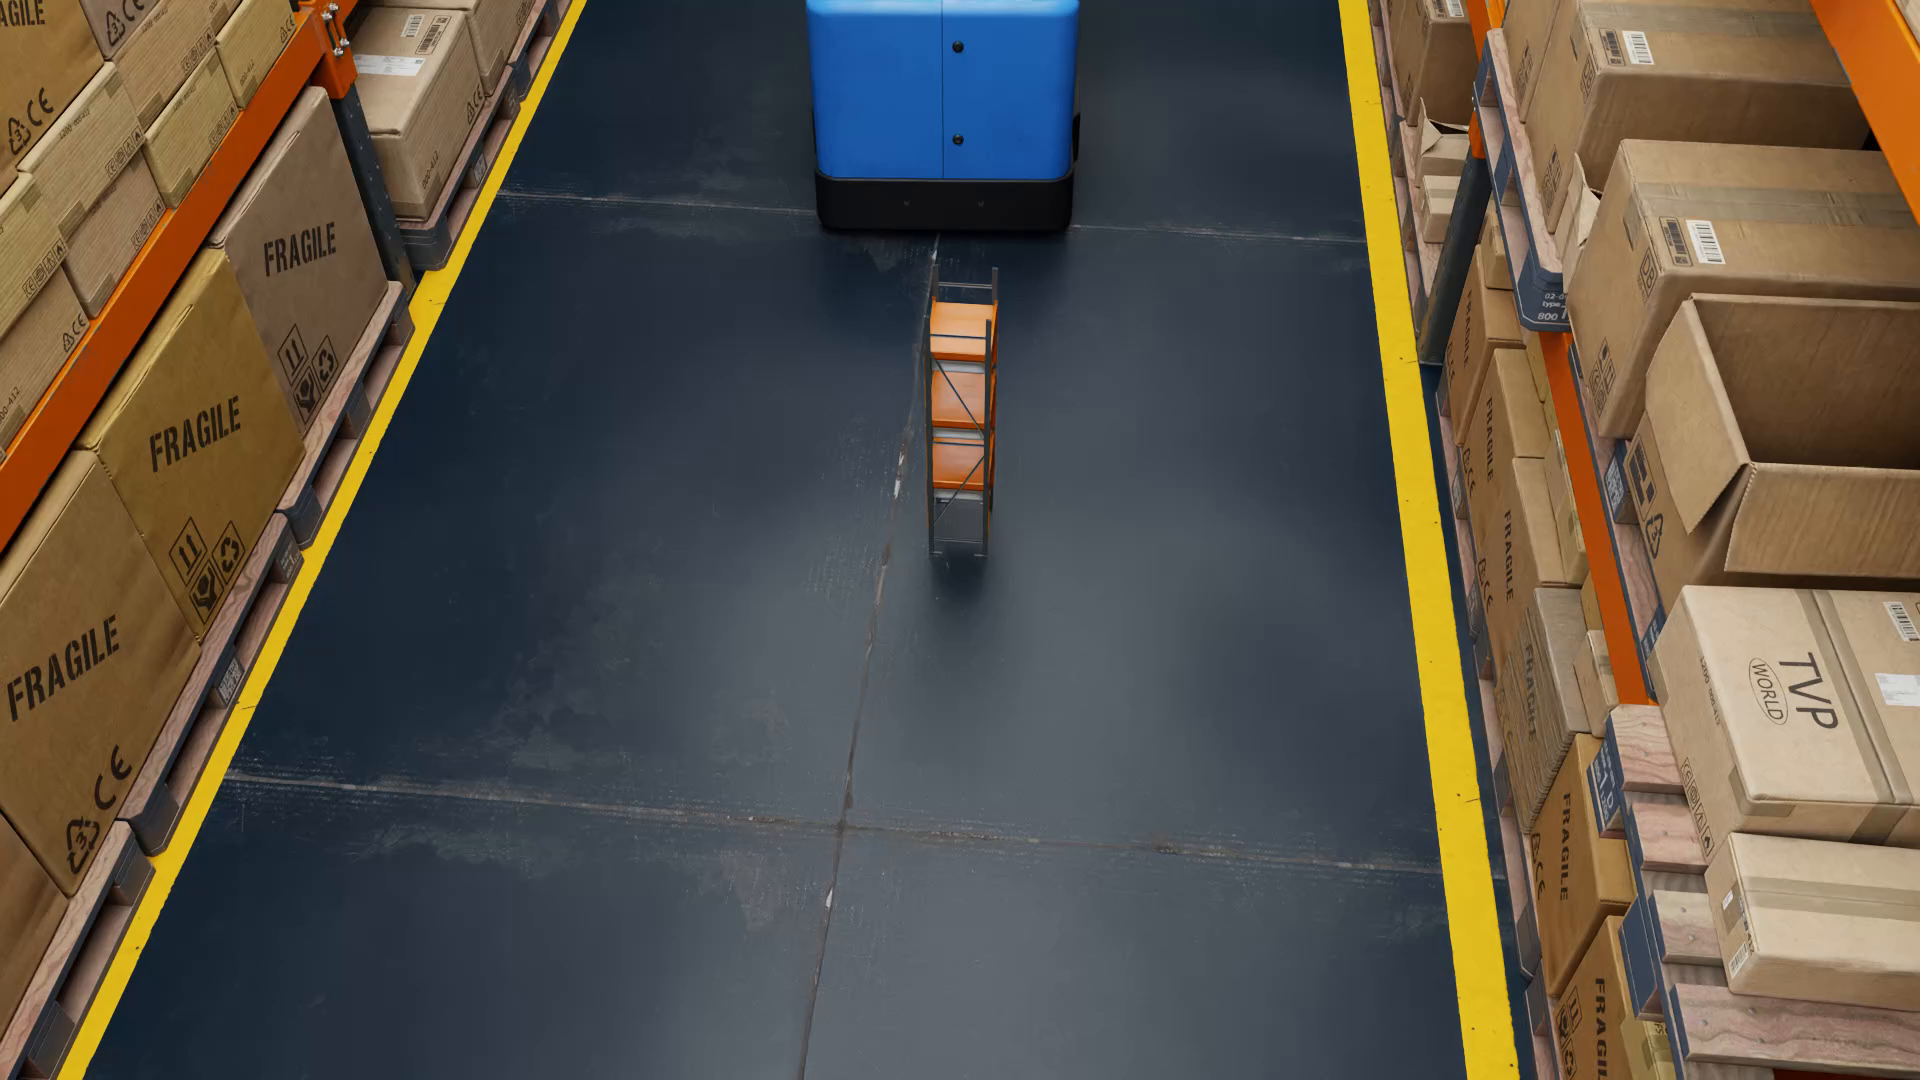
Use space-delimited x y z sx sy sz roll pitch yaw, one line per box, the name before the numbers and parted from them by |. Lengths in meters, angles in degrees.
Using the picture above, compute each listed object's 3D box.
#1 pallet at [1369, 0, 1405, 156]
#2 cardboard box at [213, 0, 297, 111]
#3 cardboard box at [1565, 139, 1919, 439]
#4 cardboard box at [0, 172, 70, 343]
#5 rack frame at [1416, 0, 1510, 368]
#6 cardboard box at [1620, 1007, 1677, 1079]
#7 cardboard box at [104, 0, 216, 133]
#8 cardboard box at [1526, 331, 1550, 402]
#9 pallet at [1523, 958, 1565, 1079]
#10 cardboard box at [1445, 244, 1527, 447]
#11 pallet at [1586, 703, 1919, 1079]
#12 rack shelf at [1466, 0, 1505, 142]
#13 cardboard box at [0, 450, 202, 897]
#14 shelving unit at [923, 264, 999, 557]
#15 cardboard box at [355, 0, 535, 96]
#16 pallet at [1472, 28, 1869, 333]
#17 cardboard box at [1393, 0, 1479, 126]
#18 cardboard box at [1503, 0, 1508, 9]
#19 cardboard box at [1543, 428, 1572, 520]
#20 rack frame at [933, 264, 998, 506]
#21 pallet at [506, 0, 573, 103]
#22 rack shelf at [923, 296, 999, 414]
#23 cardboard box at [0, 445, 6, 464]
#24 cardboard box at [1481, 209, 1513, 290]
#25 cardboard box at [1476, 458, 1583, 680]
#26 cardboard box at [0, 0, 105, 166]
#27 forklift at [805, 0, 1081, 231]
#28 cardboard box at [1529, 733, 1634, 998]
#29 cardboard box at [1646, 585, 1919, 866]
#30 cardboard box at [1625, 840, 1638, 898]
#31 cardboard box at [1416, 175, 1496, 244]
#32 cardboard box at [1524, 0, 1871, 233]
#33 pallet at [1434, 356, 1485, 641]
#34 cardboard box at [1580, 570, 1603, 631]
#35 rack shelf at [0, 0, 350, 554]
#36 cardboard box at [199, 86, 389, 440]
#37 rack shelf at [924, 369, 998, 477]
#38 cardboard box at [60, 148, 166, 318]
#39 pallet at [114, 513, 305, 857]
pallet | 2.431 -2.152 7.576 1.003 0.211 1.213 4 48 4
cardboard box | -2.474 -1.624 5.304 0.500 0.250 0.500 3 48 3
cardboard box | 1.873 -0.568 3.884 0.700 0.500 0.500 4 48 3
cardboard box | -2.592 -0.673 4.095 0.500 0.250 0.500 5 48 4
rack frame | 2.259 -1.690 5.263 1.000 3.000 0.127 4 48 4
cardboard box | 1.681 1.150 3.635 0.380 0.149 0.250 2 48 2
cardboard box | -2.521 -1.431 4.789 0.500 0.250 0.500 5 48 4
cardboard box | 2.001 -0.563 5.202 0.380 0.149 0.250 2 48 2
pallet | 2.000 1.644 4.103 1.003 0.211 1.213 4 48 4
cardboard box | 1.991 -0.648 5.719 0.500 0.500 0.500 6 48 5
pallet | 1.886 0.811 3.105 1.213 0.211 1.003 4 48 4
rack shelf | 2.441 -2.917 6.873 1.077 0.370 4.000 4 48 4
cardboard box | -2.818 0.336 4.565 0.875 0.875 0.875 4 48 4
shelving unit | 0.005 -0.394 5.399 0.215 1.050 0.252 4 48 4
cardboard box | -2.440 -2.410 7.373 0.875 0.438 0.875 3 48 2
pallet | 2.077 -1.045 4.803 1.003 0.211 1.213 4 48 4
cardboard box | 2.262 -2.096 7.044 0.700 0.500 0.500 2 48 2
cardboard box | 2.036 -1.857 5.585 0.380 0.149 0.250 4 48 4
cardboard box | 1.929 -0.180 4.851 0.380 0.149 0.250 4 48 3
rack frame | 0.016 -0.483 5.481 0.200 1.050 0.008 4 48 4
pallet | -2.429 -2.532 7.923 1.003 0.211 1.213 4 48 4
rack shelf | 0.005 -0.578 5.197 0.215 0.259 0.240 4 48 4
cardboard box | -2.671 -0.137 3.945 0.500 0.250 0.500 5 48 5
cardboard box | 1.961 -0.961 5.566 0.380 0.149 0.250 6 48 5
cardboard box | 1.902 0.111 5.025 0.500 0.500 0.500 3 48 2
cardboard box | -2.581 -1.295 4.156 0.500 0.500 0.500 5 48 5
forklift | -0.044 -3.330 6.809 1.130 2.935 3.031 1 48 1
cardboard box | 1.820 0.874 4.327 0.500 0.500 0.500 6 48 5
cardboard box | 1.668 0.361 3.204 0.500 0.250 0.500 2 48 2
cardboard box | 1.818 0.768 3.984 0.380 0.149 0.250 5 48 5
cardboard box | 2.017 -1.299 6.552 0.380 0.149 0.250 3 48 2
cardboard box | 1.945 -1.144 4.412 0.700 0.500 0.500 4 48 4
pallet | 2.222 -0.149 5.743 1.003 0.211 1.213 4 48 4
cardboard box | 1.909 0.203 4.502 0.380 0.149 0.250 4 48 4
rack shelf | -2.867 -0.309 4.487 1.077 0.370 4.000 4 48 4
cardboard box | -2.661 -0.985 5.773 0.875 0.875 0.875 5 48 5
rack shelf | 0.005 -0.387 5.406 0.215 0.259 0.240 4 48 4
cardboard box | -2.587 -0.880 4.624 0.500 0.250 0.500 3 48 2
pallet | -2.788 0.391 5.249 1.003 0.211 1.213 4 48 4
